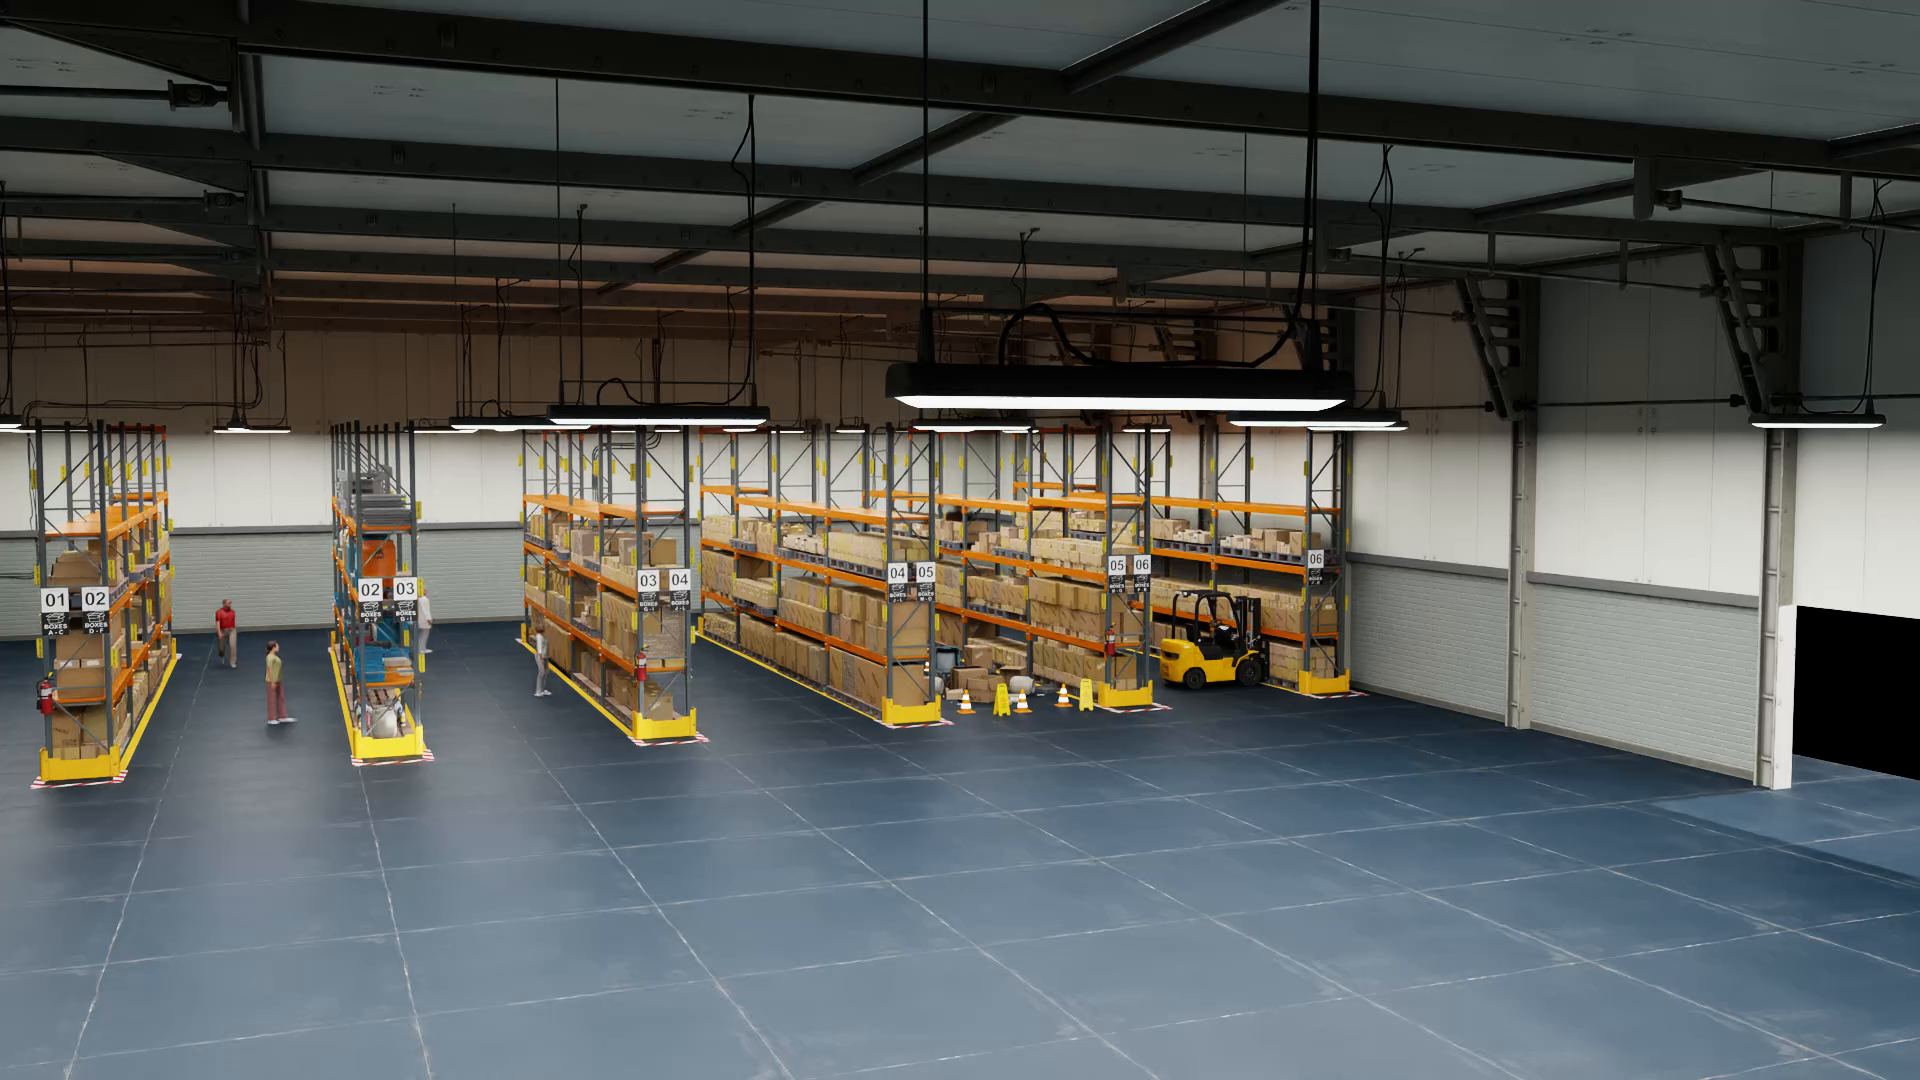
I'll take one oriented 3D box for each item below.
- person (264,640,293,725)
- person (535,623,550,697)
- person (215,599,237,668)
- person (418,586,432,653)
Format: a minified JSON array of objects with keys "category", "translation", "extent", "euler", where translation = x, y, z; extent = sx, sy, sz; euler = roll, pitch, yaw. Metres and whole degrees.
[{"category":"person","translation":[-13.593,2.872,33.105],"extent":[0.443,1.588,0.499],"euler":[0,4,4]},{"category":"person","translation":[-9.246,2.654,36.818],"extent":[0.347,1.640,0.520],"euler":[1,4,9]},{"category":"person","translation":[-18.169,2.297,41.178],"extent":[0.483,1.681,0.856],"euler":[-2,4,-24]},{"category":"person","translation":[-14.058,2.099,43.711],"extent":[0.595,1.804,0.482],"euler":[3,5,44]}]
